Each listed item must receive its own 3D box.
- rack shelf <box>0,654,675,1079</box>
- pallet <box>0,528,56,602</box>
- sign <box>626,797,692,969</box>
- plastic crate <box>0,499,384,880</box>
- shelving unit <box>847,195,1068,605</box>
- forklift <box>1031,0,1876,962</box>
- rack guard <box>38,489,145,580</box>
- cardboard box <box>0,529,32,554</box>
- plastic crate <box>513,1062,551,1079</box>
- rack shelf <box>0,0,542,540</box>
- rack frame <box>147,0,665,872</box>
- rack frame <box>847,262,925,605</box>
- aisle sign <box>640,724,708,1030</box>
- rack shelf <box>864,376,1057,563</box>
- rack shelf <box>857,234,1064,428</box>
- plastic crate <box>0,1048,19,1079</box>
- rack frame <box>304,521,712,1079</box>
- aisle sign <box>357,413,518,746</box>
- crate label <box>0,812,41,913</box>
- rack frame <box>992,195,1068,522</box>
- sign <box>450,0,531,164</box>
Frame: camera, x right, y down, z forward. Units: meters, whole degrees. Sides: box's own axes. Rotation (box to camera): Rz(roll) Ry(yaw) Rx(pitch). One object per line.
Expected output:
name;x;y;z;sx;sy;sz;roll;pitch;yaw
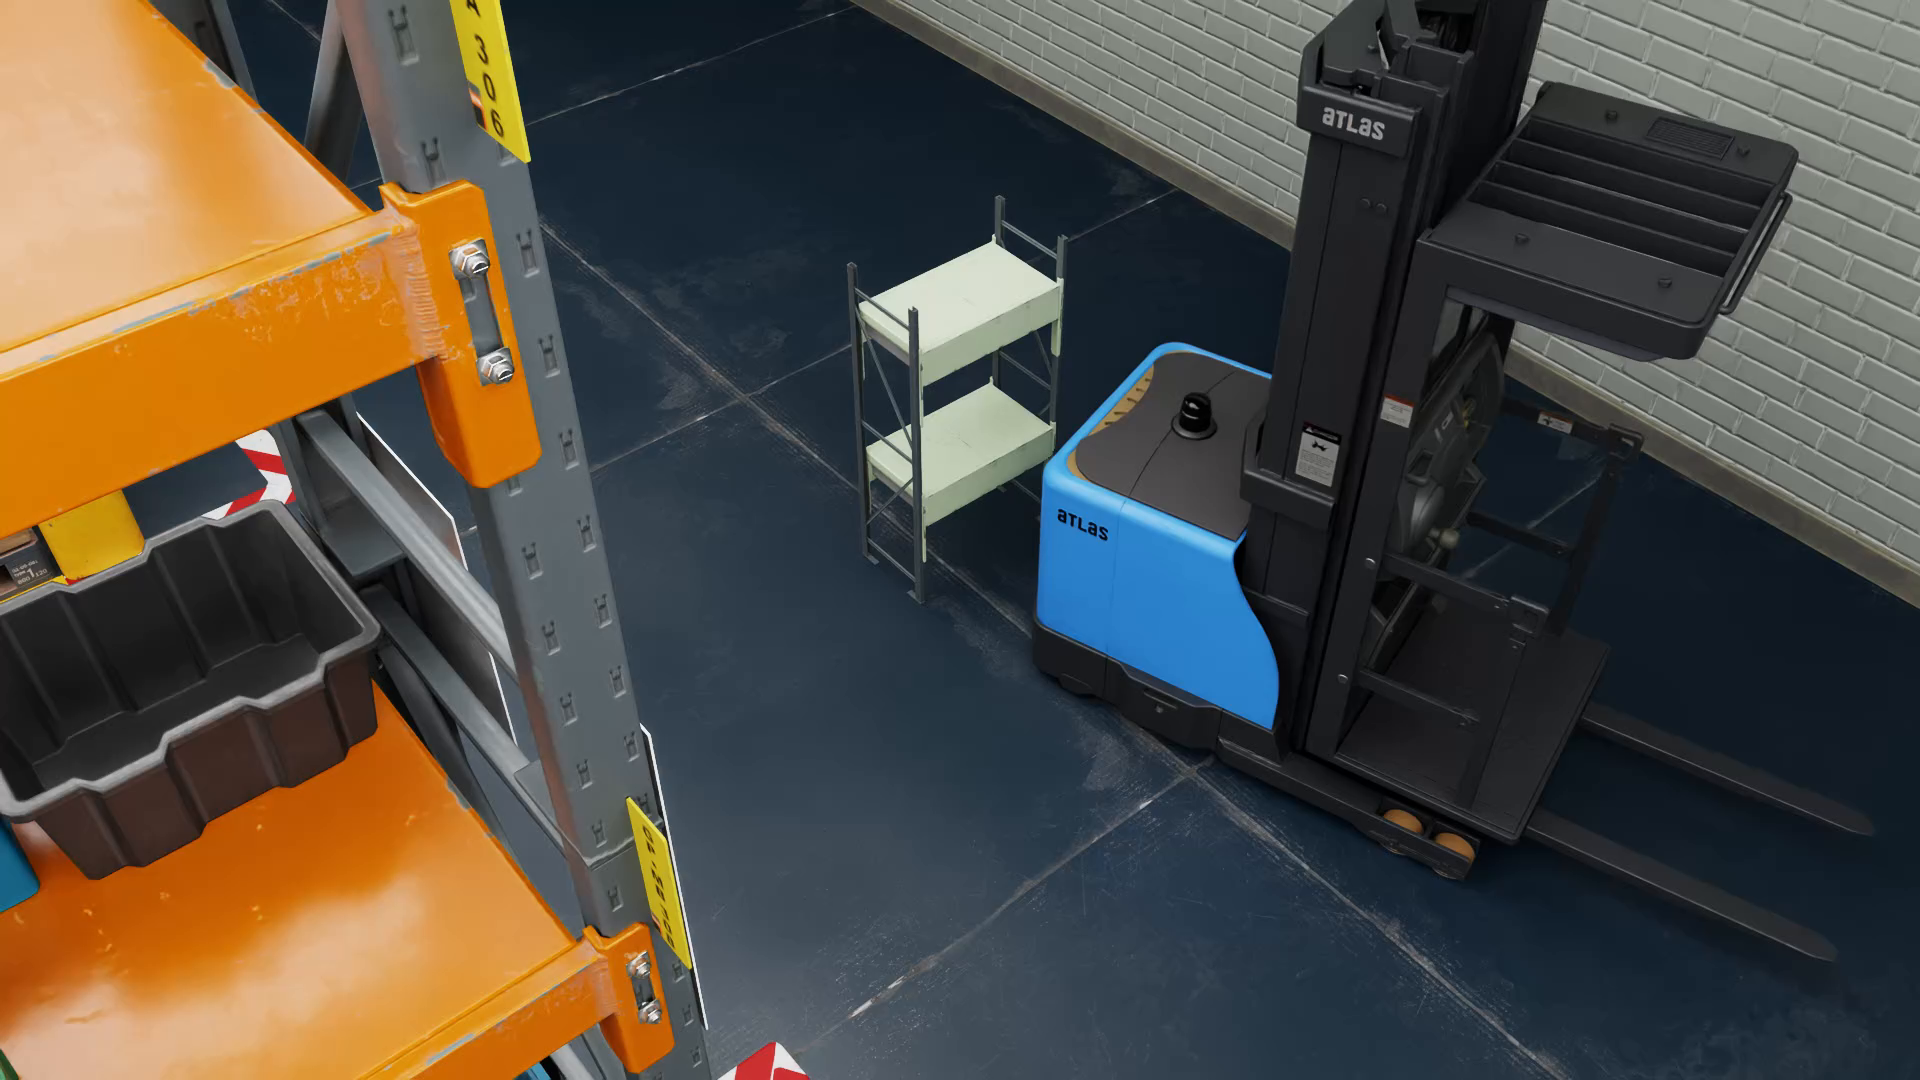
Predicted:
rack shelf;-2.342;1.332;2.029;4.000;0.370;1.077;-30;51;-28
pallet;-4.652;0.082;7.062;1.213;0.211;1.003;-30;51;-28
sign;-0.443;0.511;2.454;0.005;0.325;0.100;-30;51;-28
plastic crate;-1.282;0.261;2.739;0.590;0.269;0.497;-30;51;-28
shelving unit;-0.005;-0.544;6.787;0.755;1.500;0.431;-30;51;-28
forklift;1.800;-0.267;5.447;3.031;2.935;1.130;24;48;23
rack guard;-4.041;-0.374;7.337;0.348;0.500;1.175;-30;51;-28
cardboard box;-4.242;-0.199;6.830;0.500;0.500;0.500;-30;51;-28
plastic crate;-0.945;1.495;3.451;0.499;0.435;0.616;-30;51;-28
rack shelf;-2.342;0.384;1.139;4.000;0.370;1.077;-30;51;-28
rack frame;-0.808;-0.903;1.691;0.127;3.000;1.000;-30;51;-28
rack frame;-0.286;-0.383;6.616;0.023;1.500;0.400;-30;51;-28
aisle sign;-0.565;0.459;2.725;0.004;0.787;0.394;-30;51;-28
rack shelf;-0.005;-0.306;7.010;0.720;0.370;0.431;-30;51;-28
rack shelf;-0.005;-0.828;6.520;0.720;0.370;0.431;-30;51;-28
plastic crate;-1.381;0.851;2.170;0.336;0.188;0.450;-30;51;-28
rack frame;-0.808;1.284;3.745;0.127;3.000;1.000;-30;51;-28
aisle sign;-0.943;0.149;3.055;0.004;0.787;0.394;-30;51;-28
crate label;-1.723;0.481;2.518;0.502;0.251;0.408;-30;51;-28
rack frame;0.276;-0.705;6.958;0.023;1.500;0.400;-30;51;-28
sign;-0.443;-0.503;1.502;0.005;0.325;0.100;-30;51;-28
